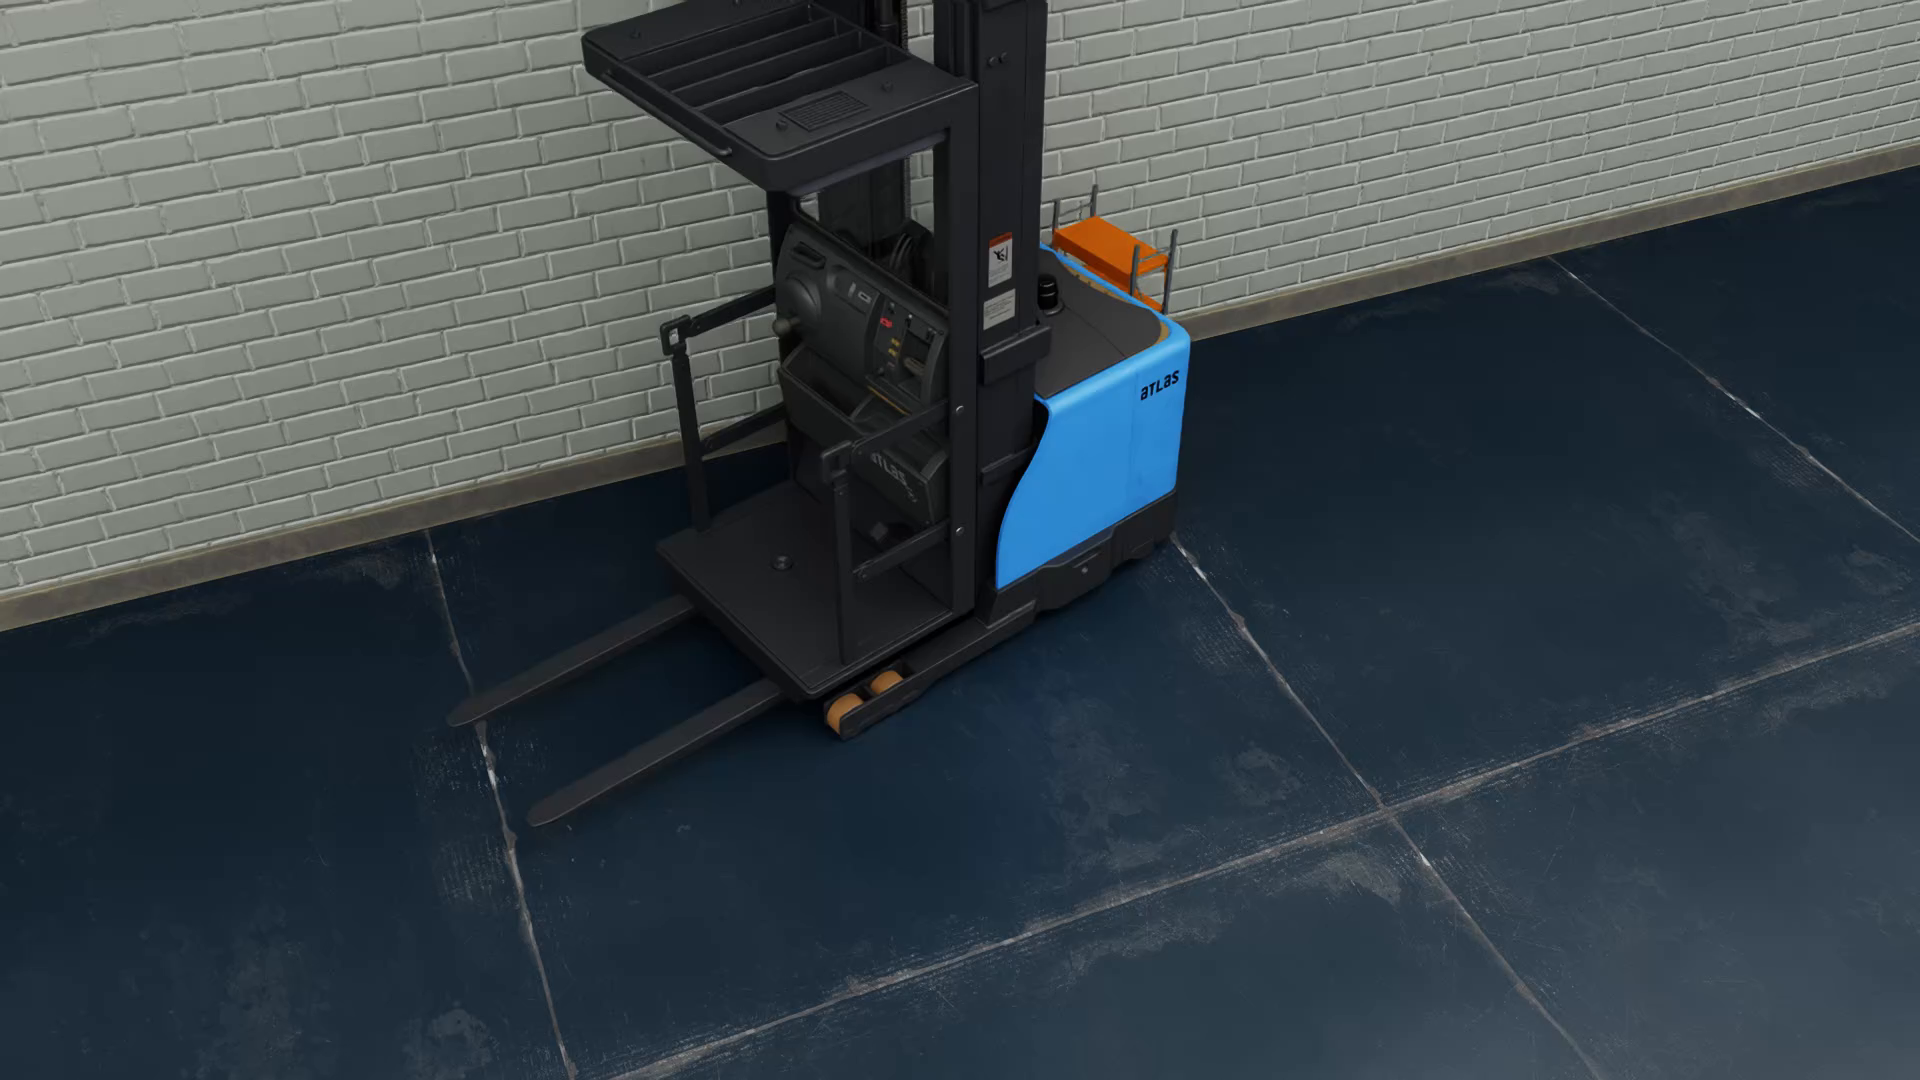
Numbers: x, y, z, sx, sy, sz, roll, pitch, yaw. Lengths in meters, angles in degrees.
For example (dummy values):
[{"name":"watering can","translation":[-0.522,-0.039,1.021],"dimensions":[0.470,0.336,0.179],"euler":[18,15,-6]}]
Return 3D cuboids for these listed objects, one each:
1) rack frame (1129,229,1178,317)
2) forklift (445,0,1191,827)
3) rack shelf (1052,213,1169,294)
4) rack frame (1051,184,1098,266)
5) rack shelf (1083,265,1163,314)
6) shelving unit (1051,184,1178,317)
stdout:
[{"name":"rack frame","translation":[0.789,-0.782,7.231],"dimensions":[0.240,1.200,0.015],"euler":[-26,47,-30]},{"name":"forklift","translation":[-0.526,-0.747,5.871],"dimensions":[3.031,2.935,1.130],"euler":[-28,48,-29]},{"name":"rack shelf","translation":[0.647,-1.209,7.126],"dimensions":[0.258,0.148,0.480],"euler":[-26,47,-30]},{"name":"rack frame","translation":[0.481,-1.028,7.517],"dimensions":[0.240,1.200,0.015],"euler":[-26,47,-30]},{"name":"rack shelf","translation":[0.640,-1.026,7.275],"dimensions":[0.258,0.148,0.480],"euler":[-26,47,-30]},{"name":"shelving unit","translation":[0.635,-0.905,7.374],"dimensions":[0.258,1.200,0.503],"euler":[-26,47,-30]}]
